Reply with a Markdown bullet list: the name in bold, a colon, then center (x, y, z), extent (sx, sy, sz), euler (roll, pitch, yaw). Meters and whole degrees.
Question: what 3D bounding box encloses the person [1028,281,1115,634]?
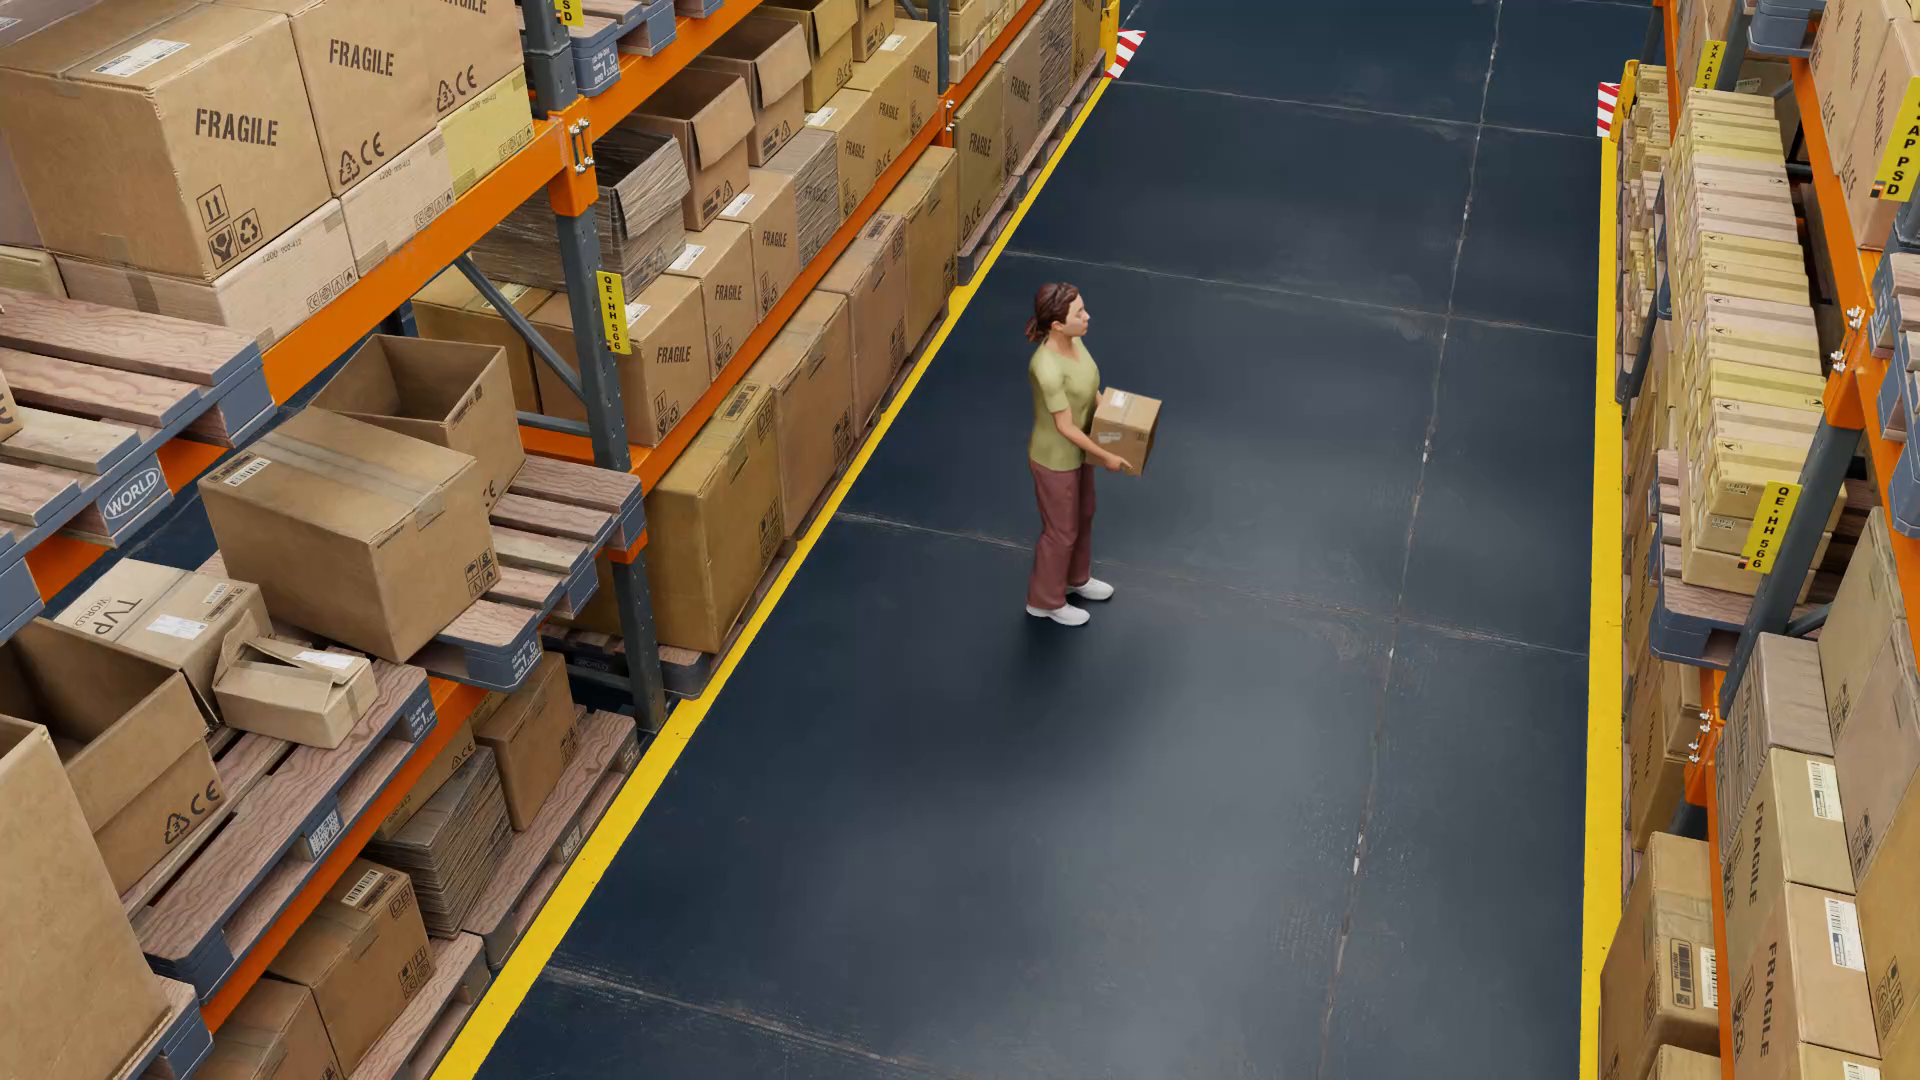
- **person**: center (0.510, -0.385, 7.400), extent (0.416, 1.671, 0.520), euler (8, 38, 11)
